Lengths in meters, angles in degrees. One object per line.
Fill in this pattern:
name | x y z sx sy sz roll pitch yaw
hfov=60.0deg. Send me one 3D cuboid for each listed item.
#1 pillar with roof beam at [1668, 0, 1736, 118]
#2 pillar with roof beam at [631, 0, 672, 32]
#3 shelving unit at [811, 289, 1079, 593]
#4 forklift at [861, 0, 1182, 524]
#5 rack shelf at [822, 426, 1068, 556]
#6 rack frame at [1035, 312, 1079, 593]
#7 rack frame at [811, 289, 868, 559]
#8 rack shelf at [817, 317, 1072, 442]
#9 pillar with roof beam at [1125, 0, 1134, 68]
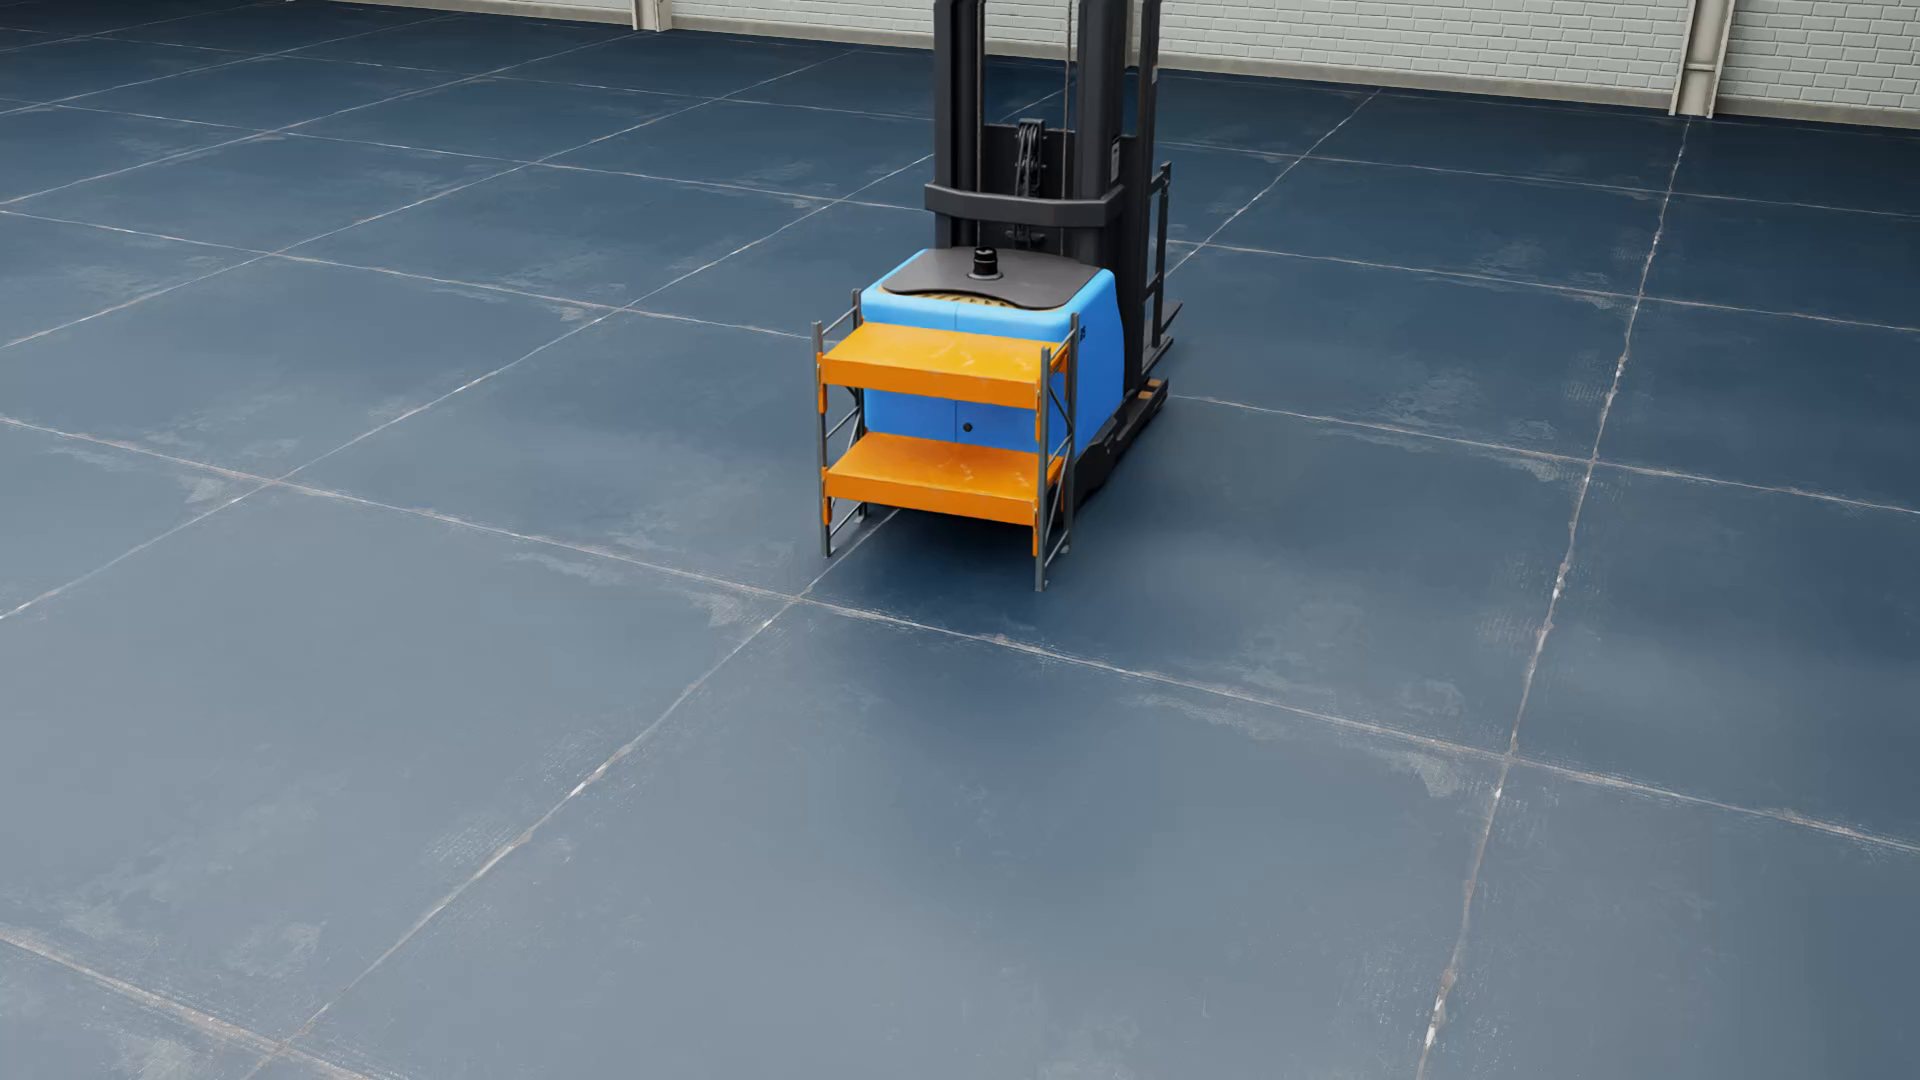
pillar with roof beam | 5.335 -6.457 10.678 0.400 9.000 9.100 11 28 22
pillar with roof beam | -5.588 -8.652 15.135 0.400 9.000 9.100 11 28 22
shelving unit | -0.058 -0.451 7.392 1.048 1.125 0.538 9 27 17
forklift | 0.515 -2.018 8.531 1.130 2.935 3.031 9 28 19
rack shelf | -0.058 -0.232 7.500 1.000 0.278 0.538 9 27 17
rack frame | 0.424 -0.379 7.246 0.032 1.125 0.500 9 27 17
rack frame | -0.539 -0.523 7.538 0.032 1.125 0.500 9 27 17
rack shelf | -0.058 -0.713 7.263 1.000 0.278 0.538 9 27 17
pillar with roof beam | -0.126 -7.555 12.906 0.400 9.000 9.100 11 28 22
